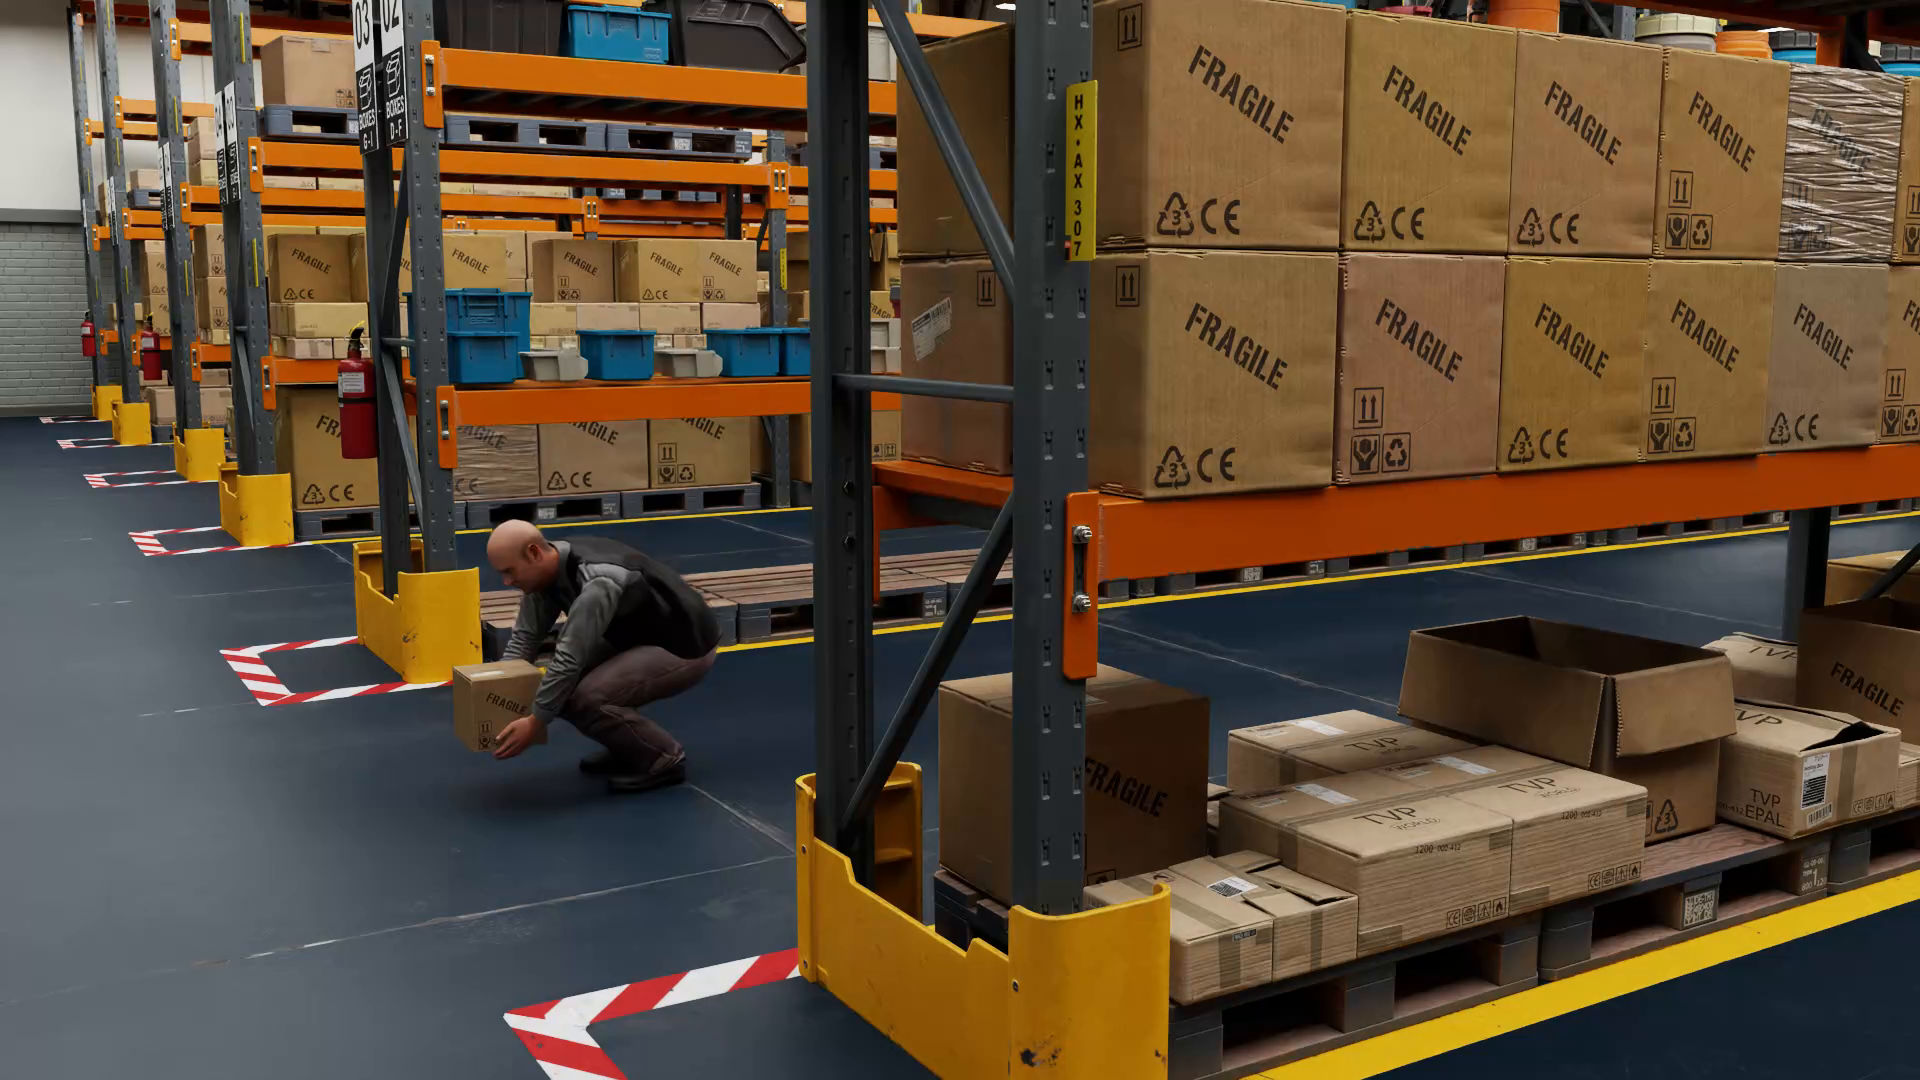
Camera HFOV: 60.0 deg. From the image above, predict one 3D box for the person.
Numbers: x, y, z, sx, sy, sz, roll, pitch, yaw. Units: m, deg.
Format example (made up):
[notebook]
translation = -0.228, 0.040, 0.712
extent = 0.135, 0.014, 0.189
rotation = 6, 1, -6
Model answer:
[person]
translation = -1.271, 0.387, 5.859
extent = 0.872, 0.976, 0.540
rotation = -5, 9, -31
